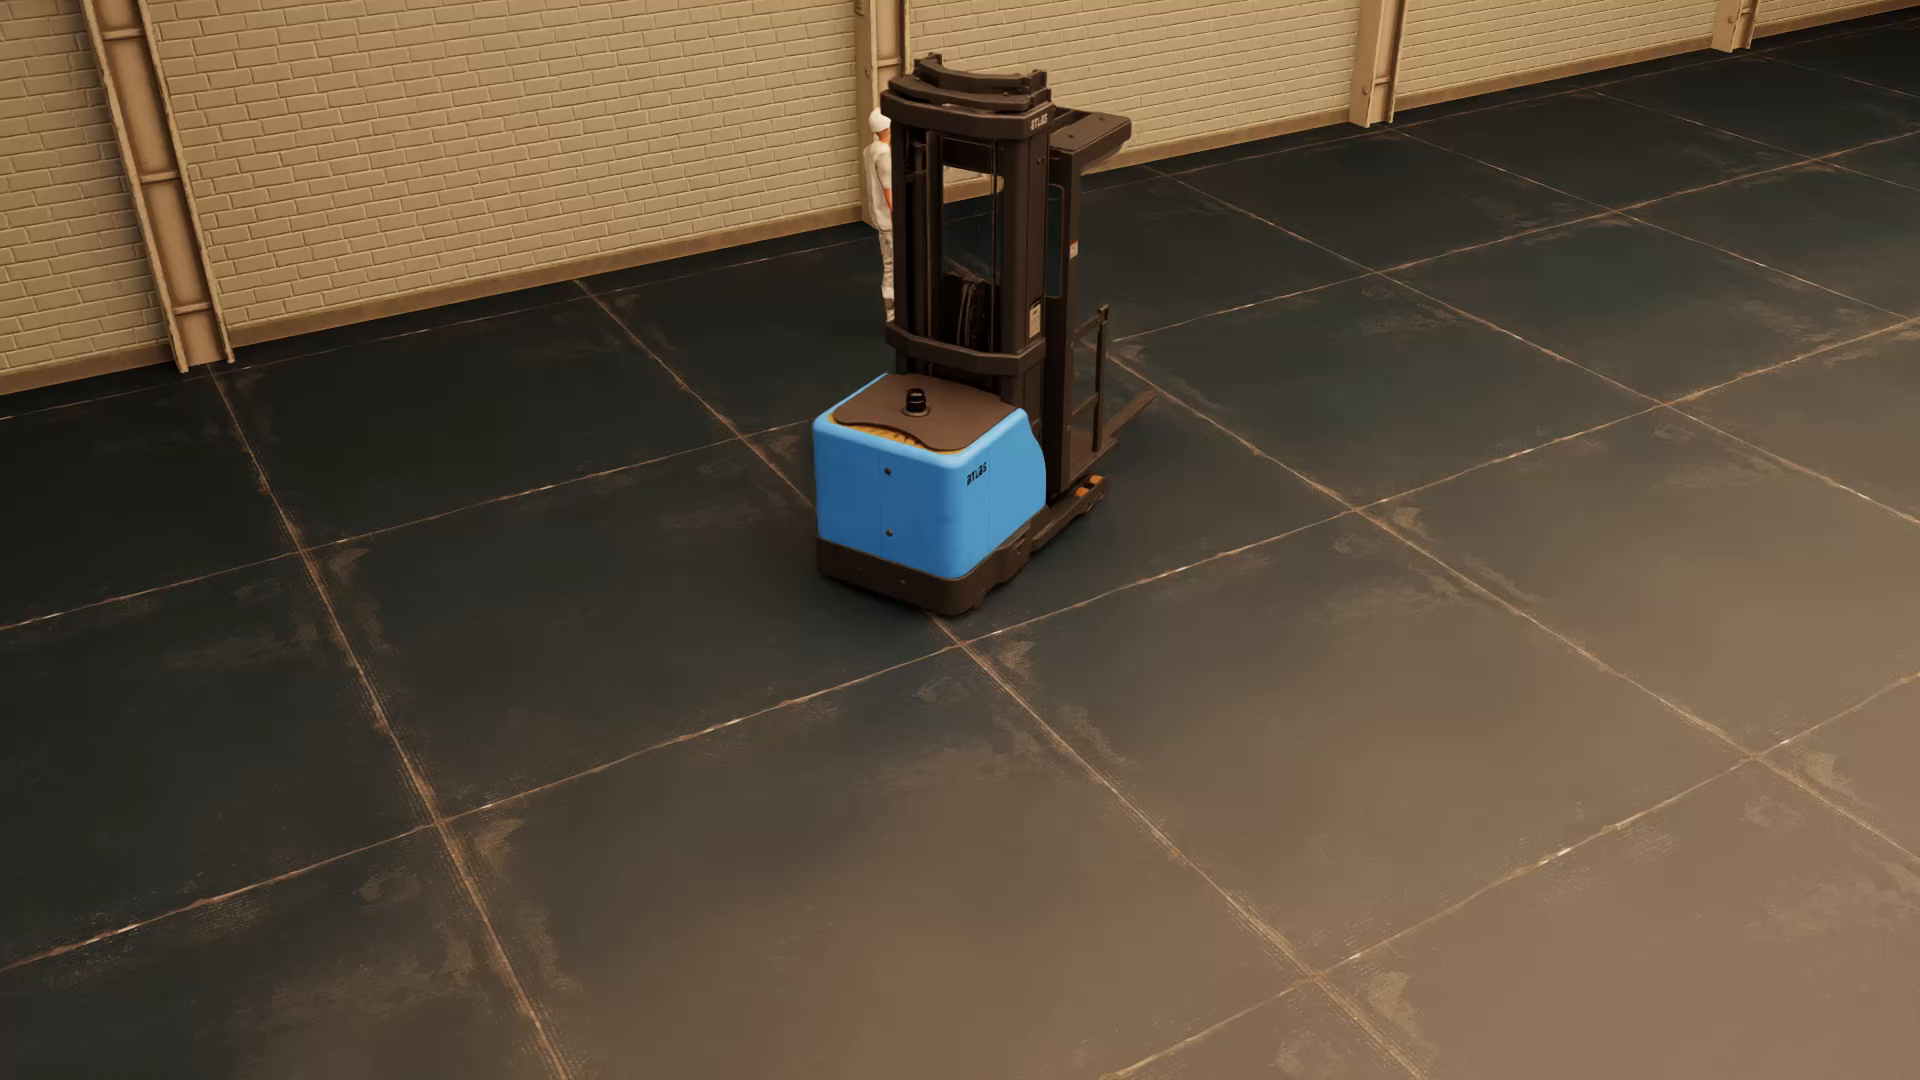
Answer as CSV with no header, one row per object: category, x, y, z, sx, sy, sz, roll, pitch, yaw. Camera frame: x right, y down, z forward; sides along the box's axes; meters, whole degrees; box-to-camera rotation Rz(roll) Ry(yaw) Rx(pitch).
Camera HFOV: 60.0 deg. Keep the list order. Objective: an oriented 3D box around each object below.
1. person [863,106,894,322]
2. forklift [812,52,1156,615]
person,-0.434,-2.472,12.872,0.566,1.786,0.637,-10,32,-16
forklift,0.324,-1.545,10.227,1.130,2.935,3.031,17,35,26
